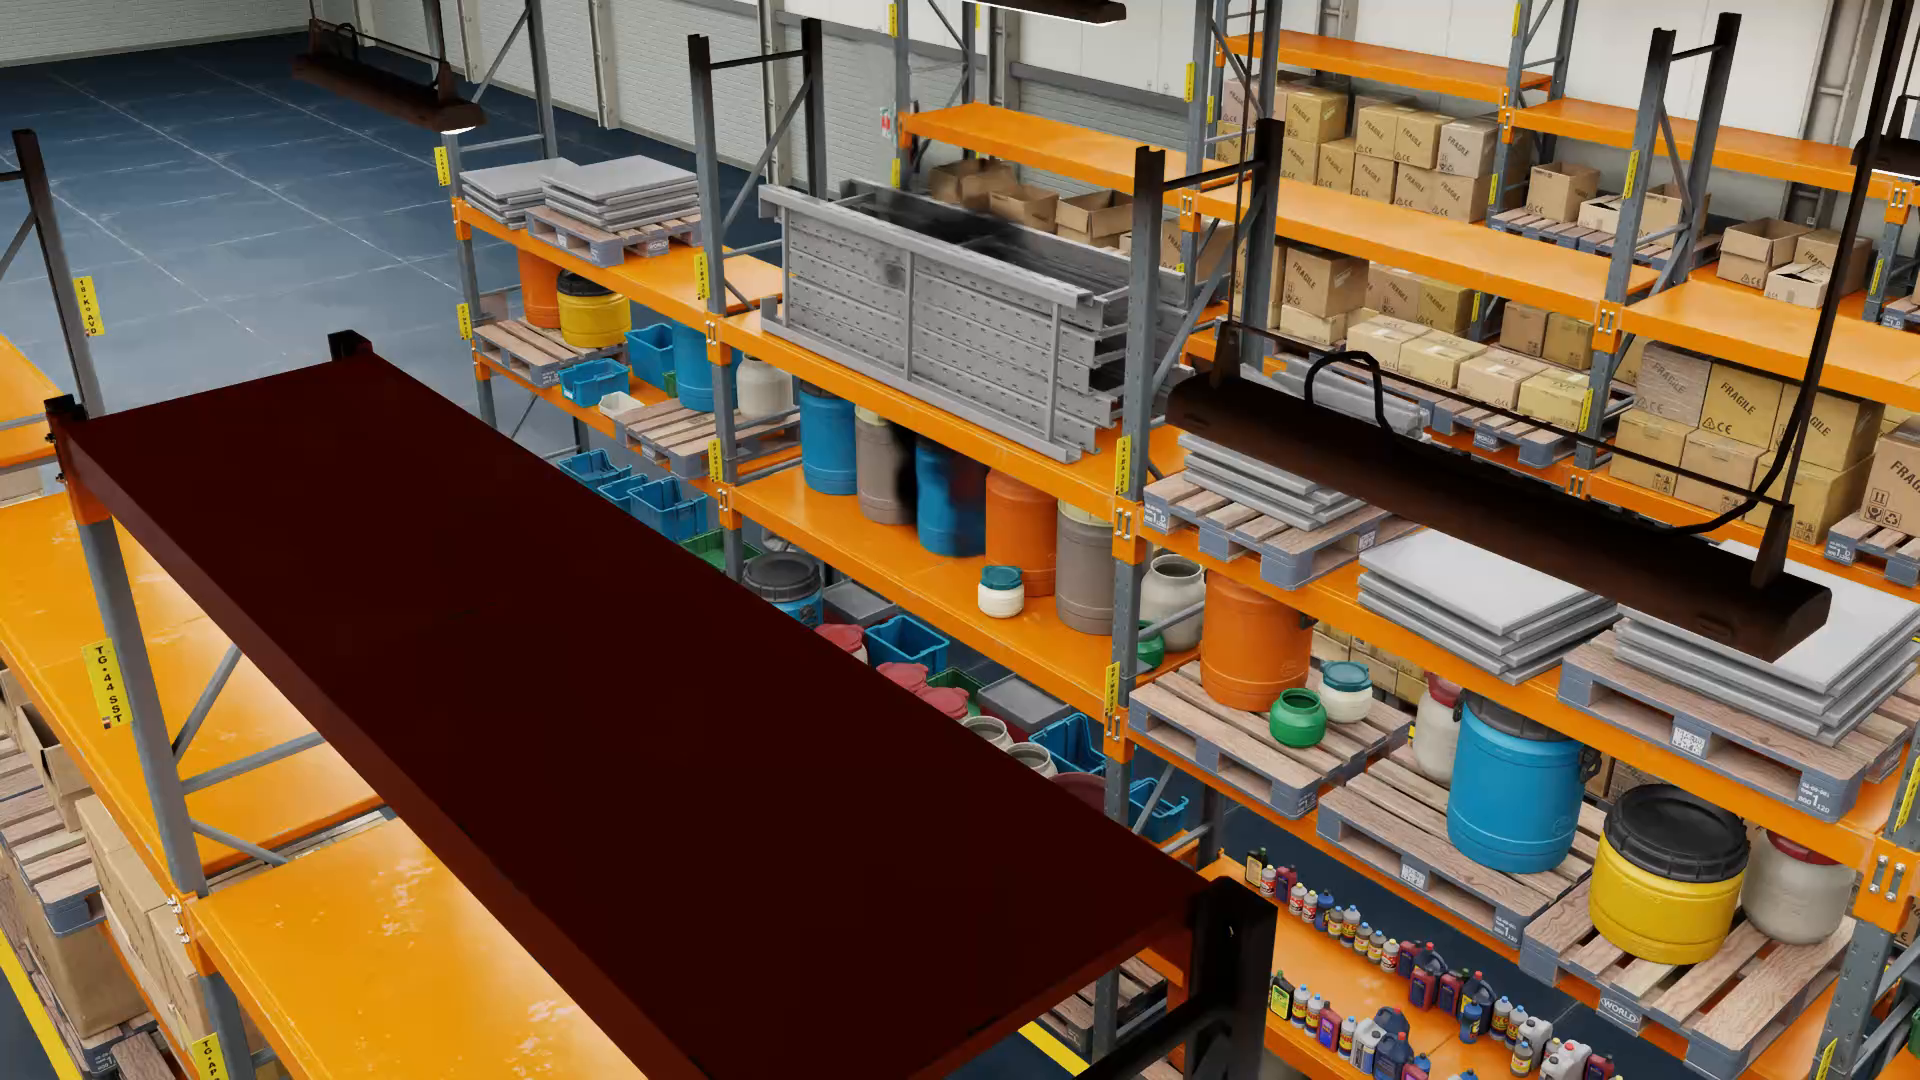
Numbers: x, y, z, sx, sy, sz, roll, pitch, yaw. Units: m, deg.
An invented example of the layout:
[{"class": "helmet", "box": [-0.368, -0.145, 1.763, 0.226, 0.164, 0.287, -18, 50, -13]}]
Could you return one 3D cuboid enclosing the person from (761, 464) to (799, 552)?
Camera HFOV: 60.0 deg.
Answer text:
[{"class": "person", "box": [-1.713, -0.284, 16.413, 0.543, 1.565, 0.560, 18, 32, 32]}]
